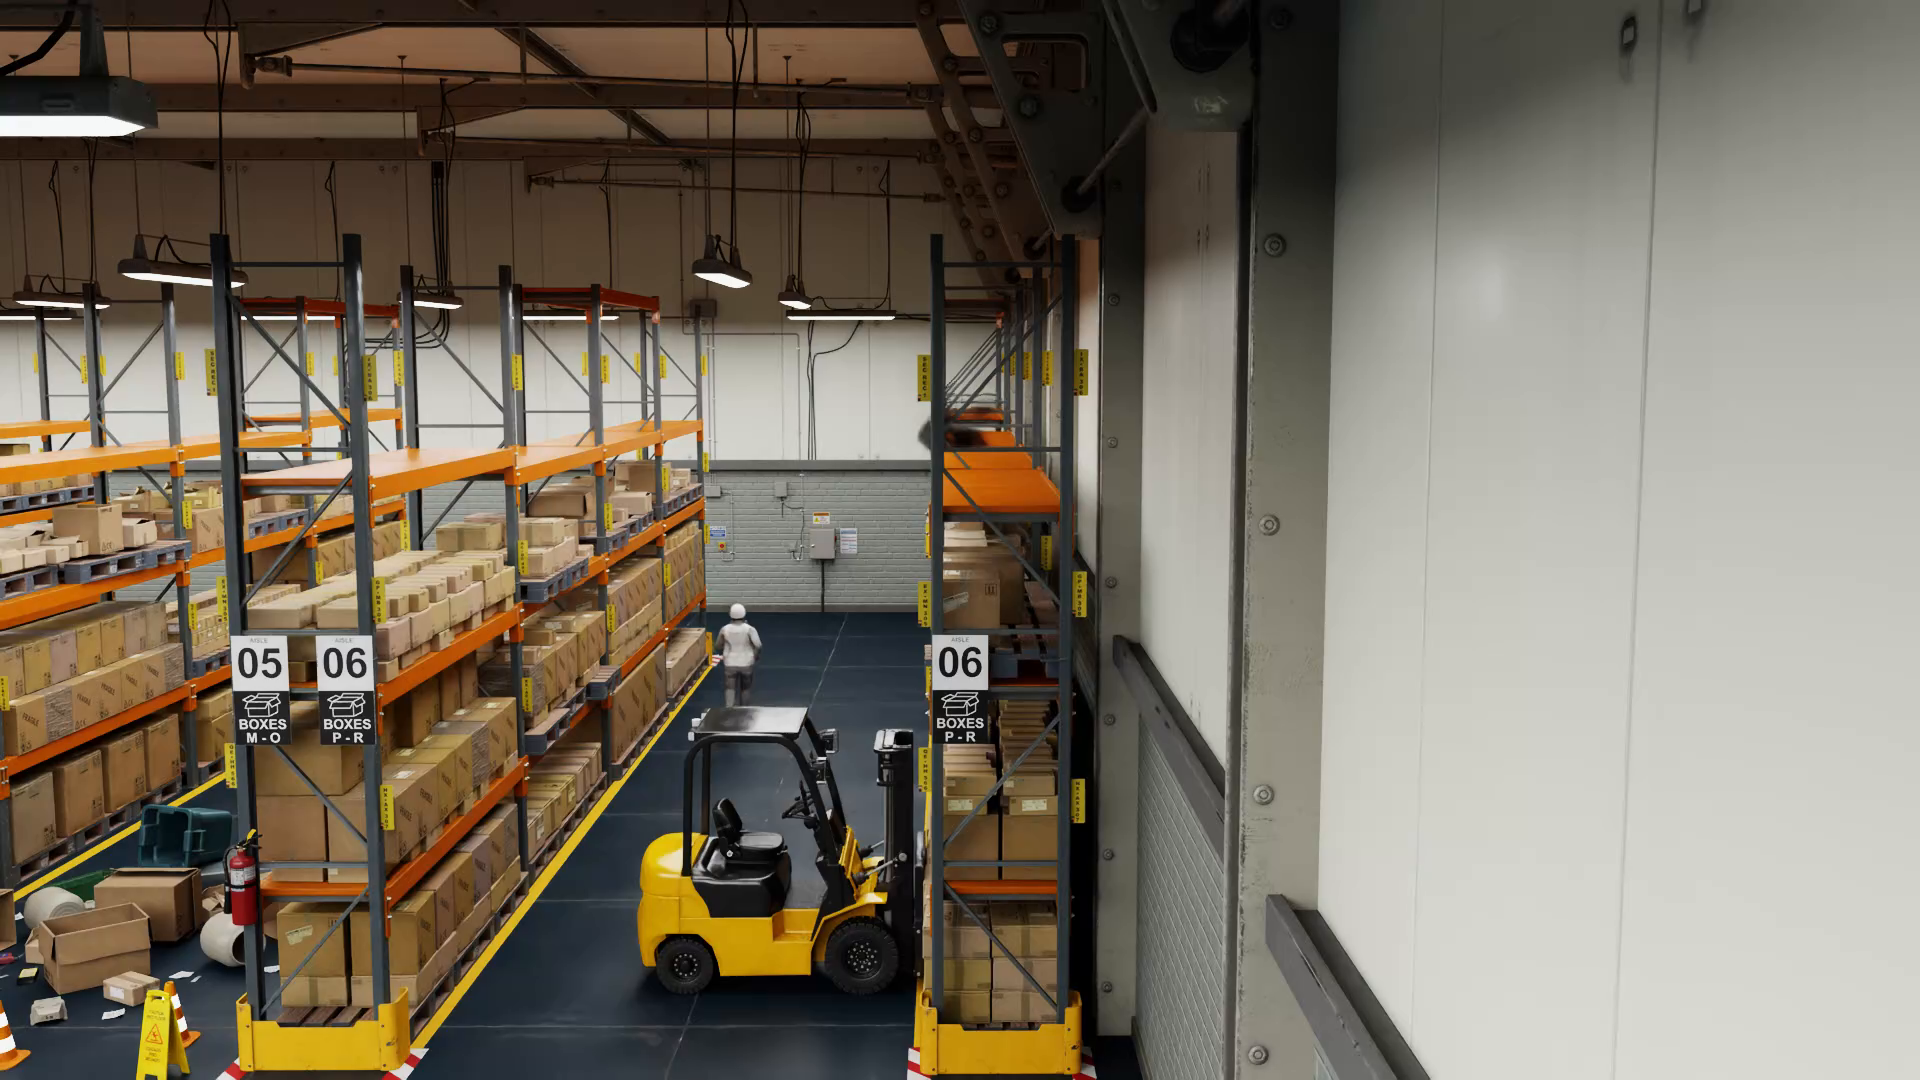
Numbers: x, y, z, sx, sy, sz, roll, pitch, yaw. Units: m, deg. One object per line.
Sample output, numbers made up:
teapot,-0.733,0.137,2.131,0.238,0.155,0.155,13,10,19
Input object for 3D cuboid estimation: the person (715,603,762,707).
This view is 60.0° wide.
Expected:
person,-3.085,1.741,23.237,0.668,1.738,0.794,0,6,-2
